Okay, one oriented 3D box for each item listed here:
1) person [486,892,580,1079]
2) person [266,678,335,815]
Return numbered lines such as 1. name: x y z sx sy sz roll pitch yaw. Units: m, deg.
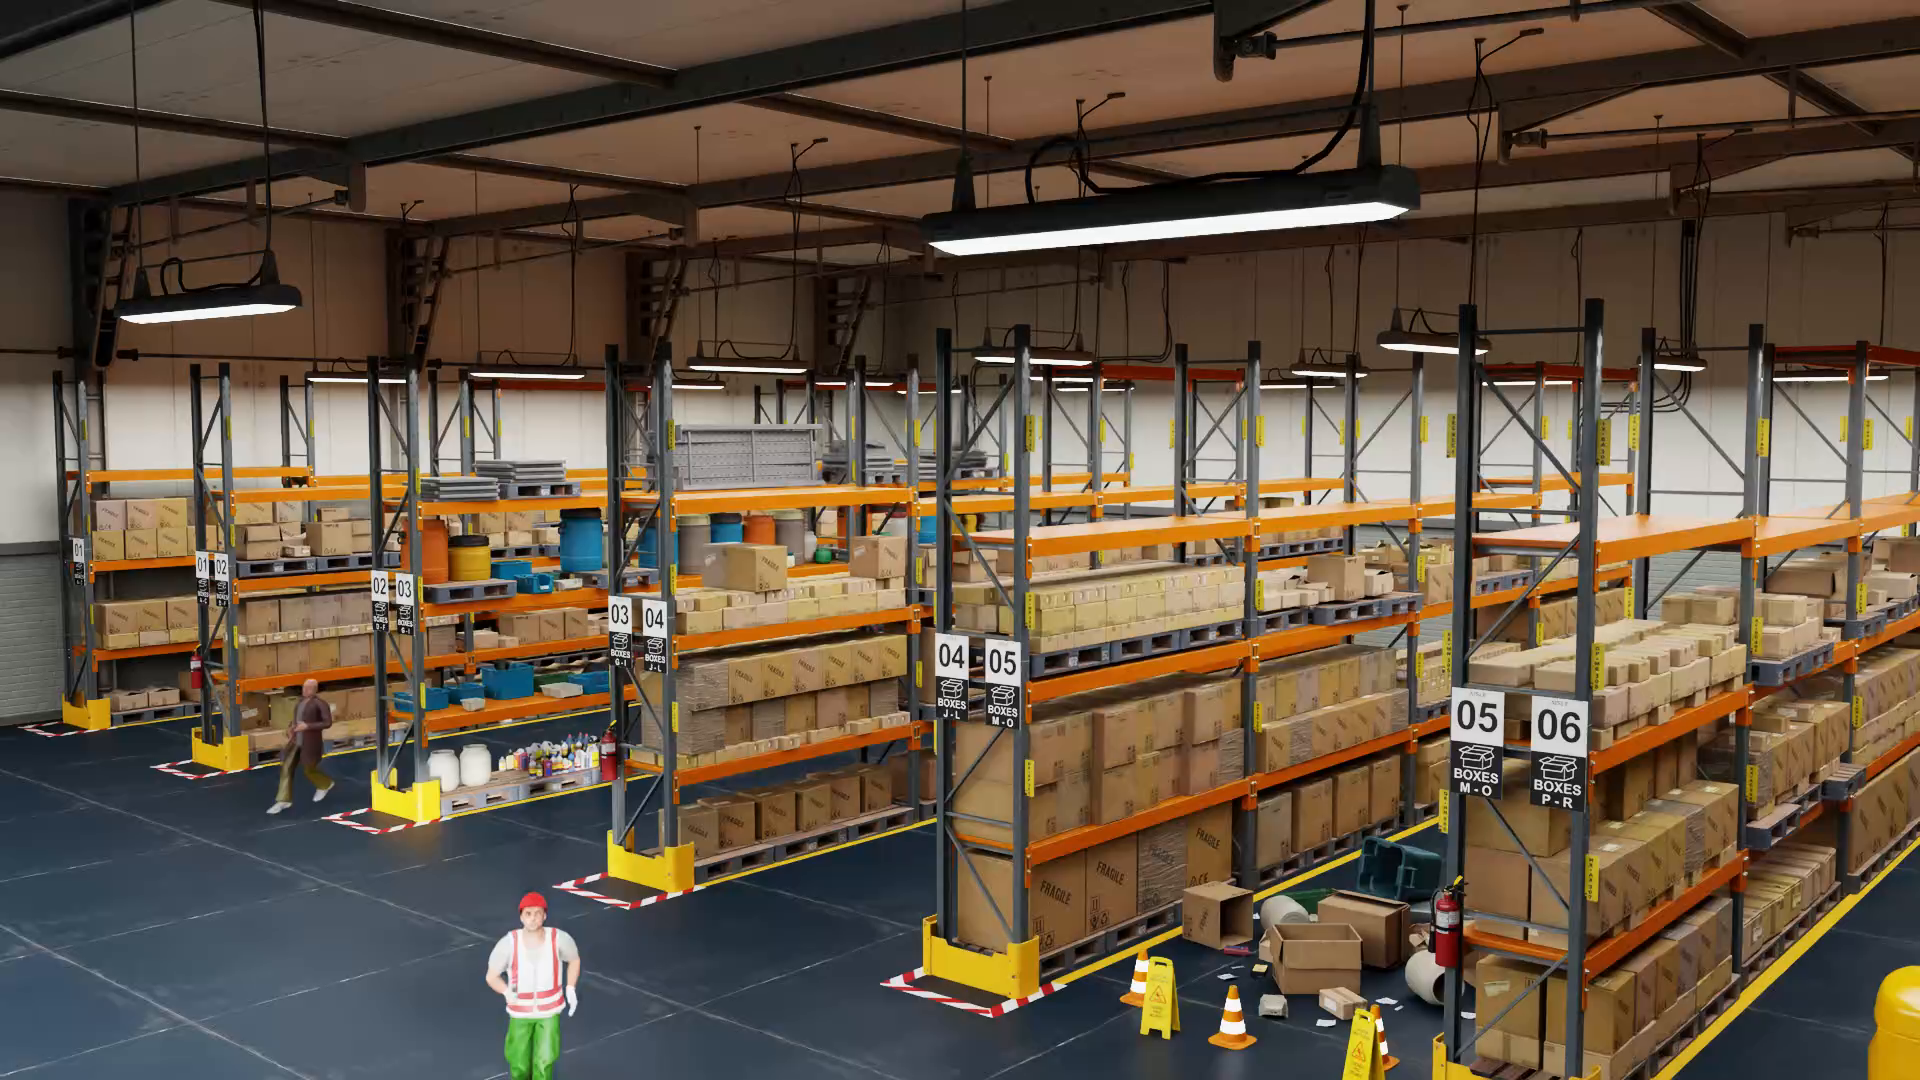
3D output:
1. person: -3.086 3.411 12.060 0.663 1.757 0.782 -1 4 -14
2. person: -8.610 2.696 22.037 0.739 1.749 1.025 2 4 22
